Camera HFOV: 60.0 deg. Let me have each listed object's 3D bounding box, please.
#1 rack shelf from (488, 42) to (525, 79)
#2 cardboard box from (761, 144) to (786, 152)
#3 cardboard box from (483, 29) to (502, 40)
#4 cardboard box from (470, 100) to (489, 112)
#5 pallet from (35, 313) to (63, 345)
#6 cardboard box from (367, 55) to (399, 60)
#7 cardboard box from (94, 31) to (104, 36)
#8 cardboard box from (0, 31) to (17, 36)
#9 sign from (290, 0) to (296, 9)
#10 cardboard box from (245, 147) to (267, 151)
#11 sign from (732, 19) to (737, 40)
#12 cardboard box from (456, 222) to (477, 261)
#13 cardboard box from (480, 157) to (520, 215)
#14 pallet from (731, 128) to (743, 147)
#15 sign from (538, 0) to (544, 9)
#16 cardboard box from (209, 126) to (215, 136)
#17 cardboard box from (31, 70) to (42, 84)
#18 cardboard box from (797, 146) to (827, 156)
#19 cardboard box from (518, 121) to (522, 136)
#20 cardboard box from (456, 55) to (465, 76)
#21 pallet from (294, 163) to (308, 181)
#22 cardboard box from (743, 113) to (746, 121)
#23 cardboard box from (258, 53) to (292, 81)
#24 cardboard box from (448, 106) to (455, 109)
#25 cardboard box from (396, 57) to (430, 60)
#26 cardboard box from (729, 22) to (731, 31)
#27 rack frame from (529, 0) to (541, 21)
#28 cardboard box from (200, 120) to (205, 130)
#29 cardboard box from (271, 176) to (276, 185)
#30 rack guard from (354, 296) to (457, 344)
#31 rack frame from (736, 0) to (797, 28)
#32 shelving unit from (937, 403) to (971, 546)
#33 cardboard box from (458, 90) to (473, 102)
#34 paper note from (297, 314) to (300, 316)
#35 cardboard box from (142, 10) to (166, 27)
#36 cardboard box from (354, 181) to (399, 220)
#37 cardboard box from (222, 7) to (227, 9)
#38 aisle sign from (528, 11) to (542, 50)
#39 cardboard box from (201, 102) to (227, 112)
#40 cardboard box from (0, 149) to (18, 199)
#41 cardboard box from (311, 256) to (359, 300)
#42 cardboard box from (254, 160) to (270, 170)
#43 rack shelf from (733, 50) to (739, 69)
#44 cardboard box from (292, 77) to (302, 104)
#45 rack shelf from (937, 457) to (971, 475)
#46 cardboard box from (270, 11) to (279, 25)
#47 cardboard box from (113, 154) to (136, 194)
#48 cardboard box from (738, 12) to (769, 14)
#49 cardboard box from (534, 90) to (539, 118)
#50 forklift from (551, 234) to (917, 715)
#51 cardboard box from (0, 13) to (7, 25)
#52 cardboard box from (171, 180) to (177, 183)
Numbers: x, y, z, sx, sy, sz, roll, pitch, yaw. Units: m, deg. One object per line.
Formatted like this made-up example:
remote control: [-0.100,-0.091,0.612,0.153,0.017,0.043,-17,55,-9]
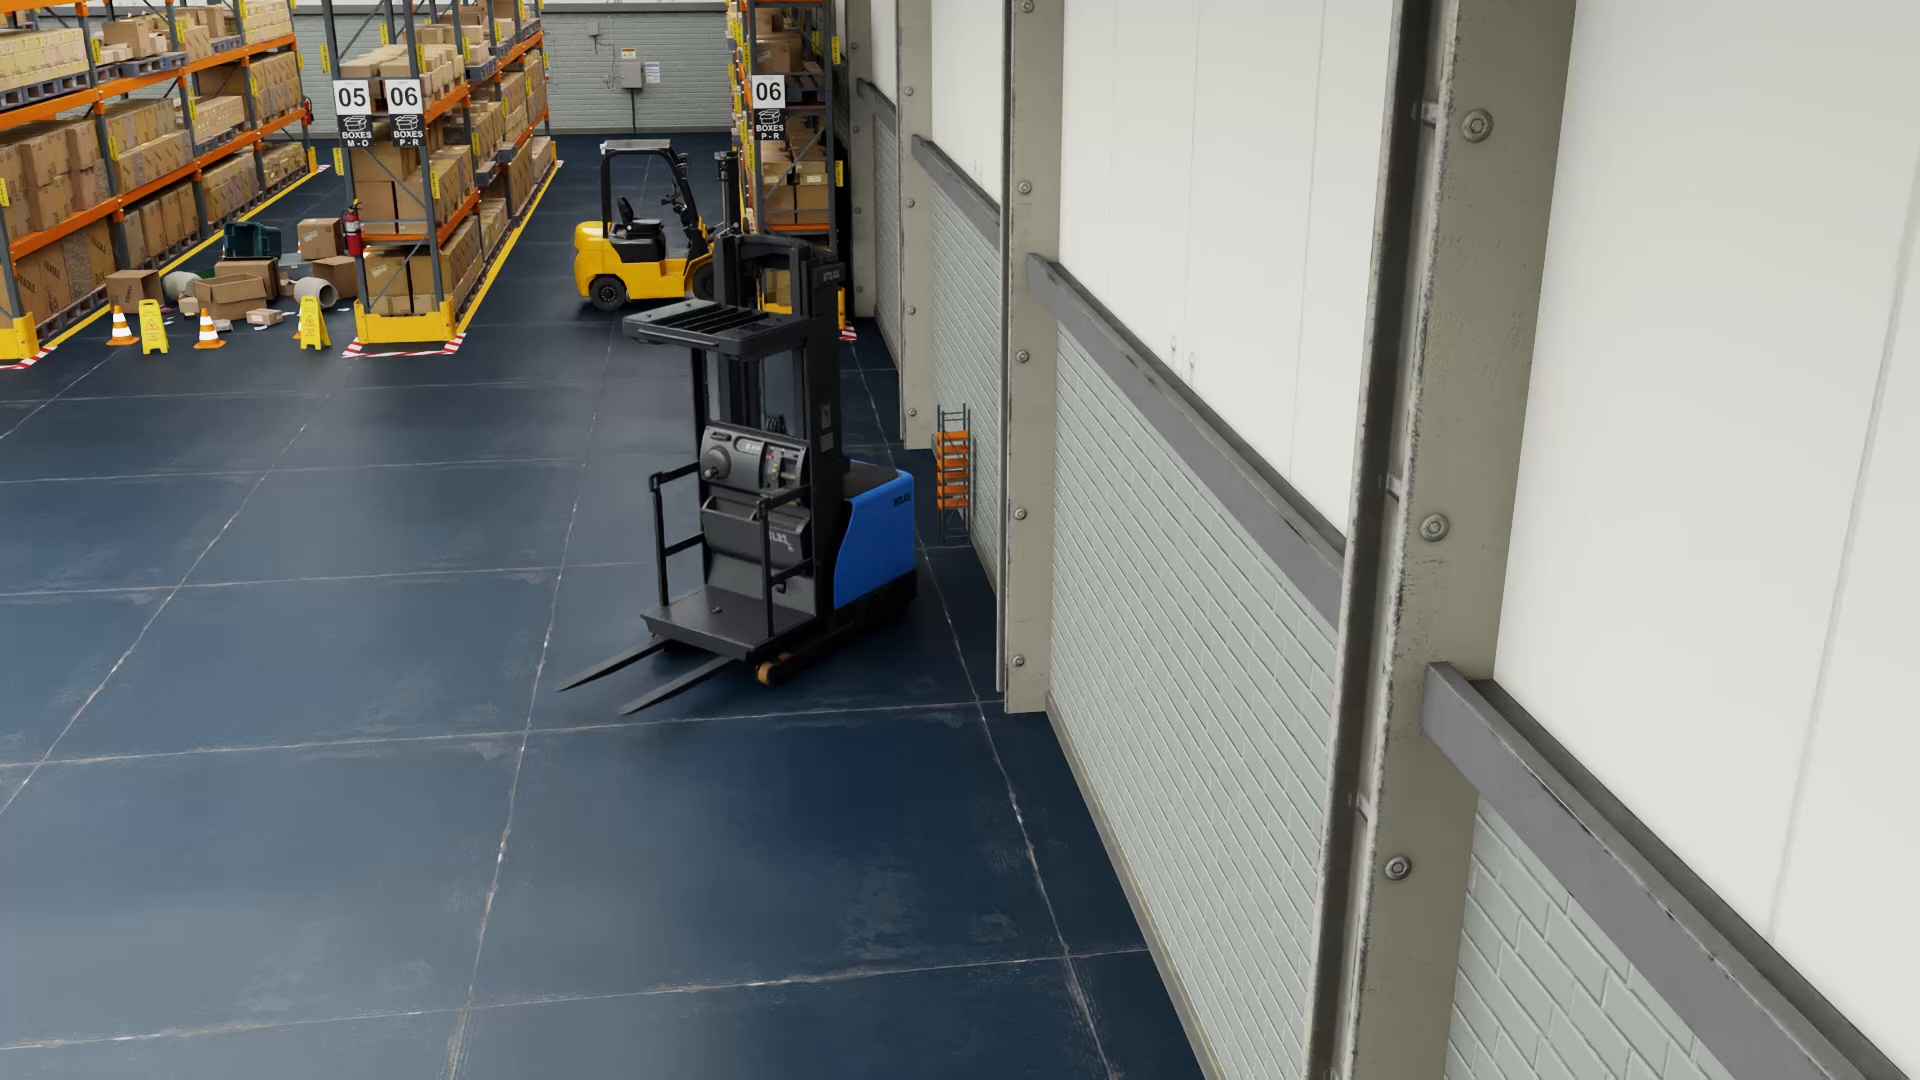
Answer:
rack shelf: [-8.442,-8.463,29.404,1.077,0.370,4.000,-3,21,-8]
cardboard box: [-2.576,-5.319,22.749,0.380,0.149,0.250,-3,21,-7]
cardboard box: [-8.309,-8.933,29.367,0.380,0.166,0.250,-1,21,-3]
cardboard box: [-7.639,-6.837,26.214,0.380,0.149,0.250,-4,21,-10]
pallet: [-12.077,-2.615,20.990,1.003,0.211,1.213,-3,21,-8]
cardboard box: [-7.421,-6.142,21.381,0.380,0.149,0.250,-4,21,-9]
cardboard box: [-13.151,-7.763,25.886,0.500,0.311,0.500,-3,21,-8]
cardboard box: [-12.671,-6.619,21.913,0.380,0.149,0.250,-3,21,-8]
sign: [-13.639,-11.029,33.980,0.100,0.325,0.005,-3,21,-8]
cardboard box: [-14.265,-7.865,33.684,0.380,0.149,0.250,-4,21,-10]
sign: [-3.780,-8.575,27.937,0.100,0.325,0.005,-3,21,-8]
cardboard box: [-7.151,-4.210,23.534,0.500,0.500,0.500,-3,21,-7]
cardboard box: [-8.171,-6.148,28.899,0.875,0.875,0.875,-3,21,-8]
pallet: [-3.410,-7.096,29.276,1.213,0.211,1.003,-3,21,-8]
sign: [-8.768,-11.278,34.760,0.100,0.325,0.005,-3,21,-8]
cardboard box: [-13.061,-7.034,28.595,0.380,0.149,0.250,-2,21,-6]
cardboard box: [-11.836,-5.839,20.966,0.380,0.149,0.250,-3,21,-7]
cardboard box: [-2.007,-5.257,22.583,0.380,0.149,0.250,-3,21,-9]
cardboard box: [-8.290,-7.523,30.359,0.500,0.250,0.500,-3,21,-9]
cardboard box: [-7.247,-6.652,23.316,0.500,0.250,0.500,-3,21,-8]
pallet: [-14.098,-7.572,34.263,1.003,0.211,1.213,-3,21,-8]
cardboard box: [-3.448,-7.088,27.910,0.380,0.149,0.250,-2,21,-7]
cardboard box: [-13.806,-9.521,33.499,0.500,0.500,0.500,-4,21,-10]
cardboard box: [-8.236,-6.738,26.876,0.500,0.500,0.500,-2,21,-5]
cardboard box: [-6.970,-6.075,21.201,0.380,0.149,0.250,-3,21,-8]
cardboard box: [-4.081,-9.481,30.716,0.380,0.149,0.250,-3,21,-7]
rack frame: [-9.307,-12.283,34.316,1.000,3.000,0.127,-3,21,-8]
cardboard box: [-12.991,-7.000,28.079,0.380,0.149,0.250,-4,21,-9]
cardboard box: [-13.387,-6.899,31.948,0.380,0.149,0.250,-2,21,-6]
rack guard: [-7.011,-2.788,21.041,1.175,0.500,0.348,-3,21,-8]
rack frame: [-3.242,-9.765,27.574,1.000,3.000,0.127,-3,21,-8]
shelving unit: [-0.051,-0.547,14.034,0.258,1.200,0.189,-5,22,-11]
cardboard box: [-8.487,-7.384,28.201,0.500,0.500,0.500,-3,21,-9]
paper note: [-8.908,-3.036,22.405,0.032,0.001,0.123,-3,21,-8]
cardboard box: [-13.559,-8.800,28.041,0.396,0.266,0.258,-3,21,-8]
cardboard box: [-7.351,-4.293,20.930,0.500,0.500,0.500,-3,21,-9]
cardboard box: [-13.976,-9.924,31.216,0.380,0.149,0.250,-2,21,-6]
aisle sign: [-9.011,-10.731,35.019,0.394,0.787,0.004,-3,21,-8]
cardboard box: [-13.218,-7.673,29.456,0.380,0.149,0.250,-4,21,-10]
cardboard box: [-11.899,-4.355,19.905,0.875,0.550,0.550,-3,21,-8]
cardboard box: [-8.769,-3.708,23.501,0.500,0.500,0.500,12,24,29]
cardboard box: [-13.440,-7.171,31.827,0.380,0.149,0.250,-2,21,-5]
rack shelf: [-3.531,-8.715,30.078,1.077,0.370,4.000,-3,21,-8]
cardboard box: [-13.871,-9.232,34.152,0.500,0.500,0.500,-2,21,-7]
rack shelf: [-0.051,-0.617,14.007,0.258,0.103,0.180,-5,22,-11]
cardboard box: [-13.726,-10.256,32.676,0.500,0.250,0.500,-3,21,-7]
cardboard box: [-12.270,-5.276,23.986,0.500,0.500,0.500,-3,21,-7]
cardboard box: [-3.379,-8.387,27.285,0.500,0.500,0.500,-3,21,-7]
cardboard box: [-8.673,-8.657,33.039,0.500,0.500,0.500,-3,21,-7]
forklift: [-1.579,-0.547,11.567,1.130,2.935,3.031,13,24,32]
cardboard box: [-19.024,-10.290,32.381,0.700,0.500,0.500,-4,21,-10]
cardboard box: [-13.396,-6.019,28.019,0.500,0.250,0.500,-3,21,-9]
